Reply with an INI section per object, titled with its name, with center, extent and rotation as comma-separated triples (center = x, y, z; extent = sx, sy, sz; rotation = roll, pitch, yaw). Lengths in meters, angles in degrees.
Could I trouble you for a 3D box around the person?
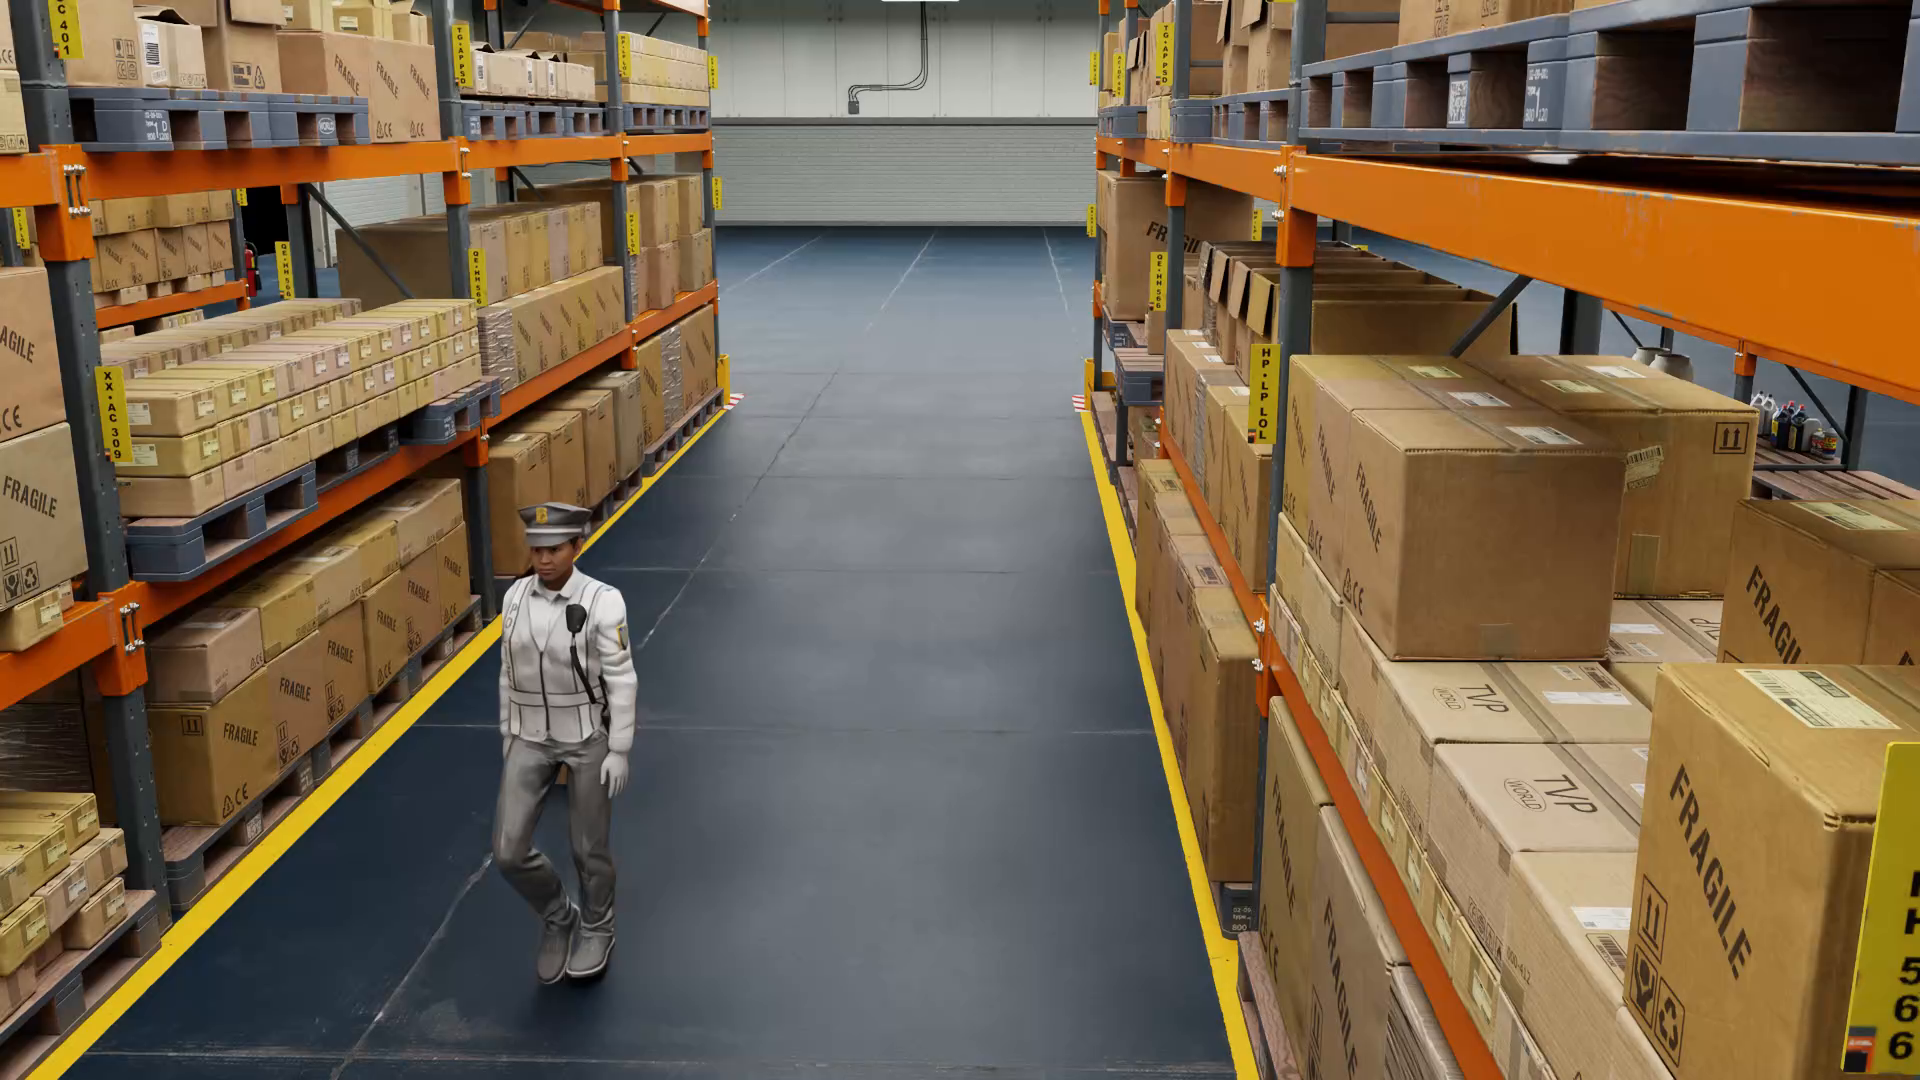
[person]
center = -1.340, 0.708, 5.586
extent = 0.519, 1.712, 0.436
rotation = 2, 14, 8
